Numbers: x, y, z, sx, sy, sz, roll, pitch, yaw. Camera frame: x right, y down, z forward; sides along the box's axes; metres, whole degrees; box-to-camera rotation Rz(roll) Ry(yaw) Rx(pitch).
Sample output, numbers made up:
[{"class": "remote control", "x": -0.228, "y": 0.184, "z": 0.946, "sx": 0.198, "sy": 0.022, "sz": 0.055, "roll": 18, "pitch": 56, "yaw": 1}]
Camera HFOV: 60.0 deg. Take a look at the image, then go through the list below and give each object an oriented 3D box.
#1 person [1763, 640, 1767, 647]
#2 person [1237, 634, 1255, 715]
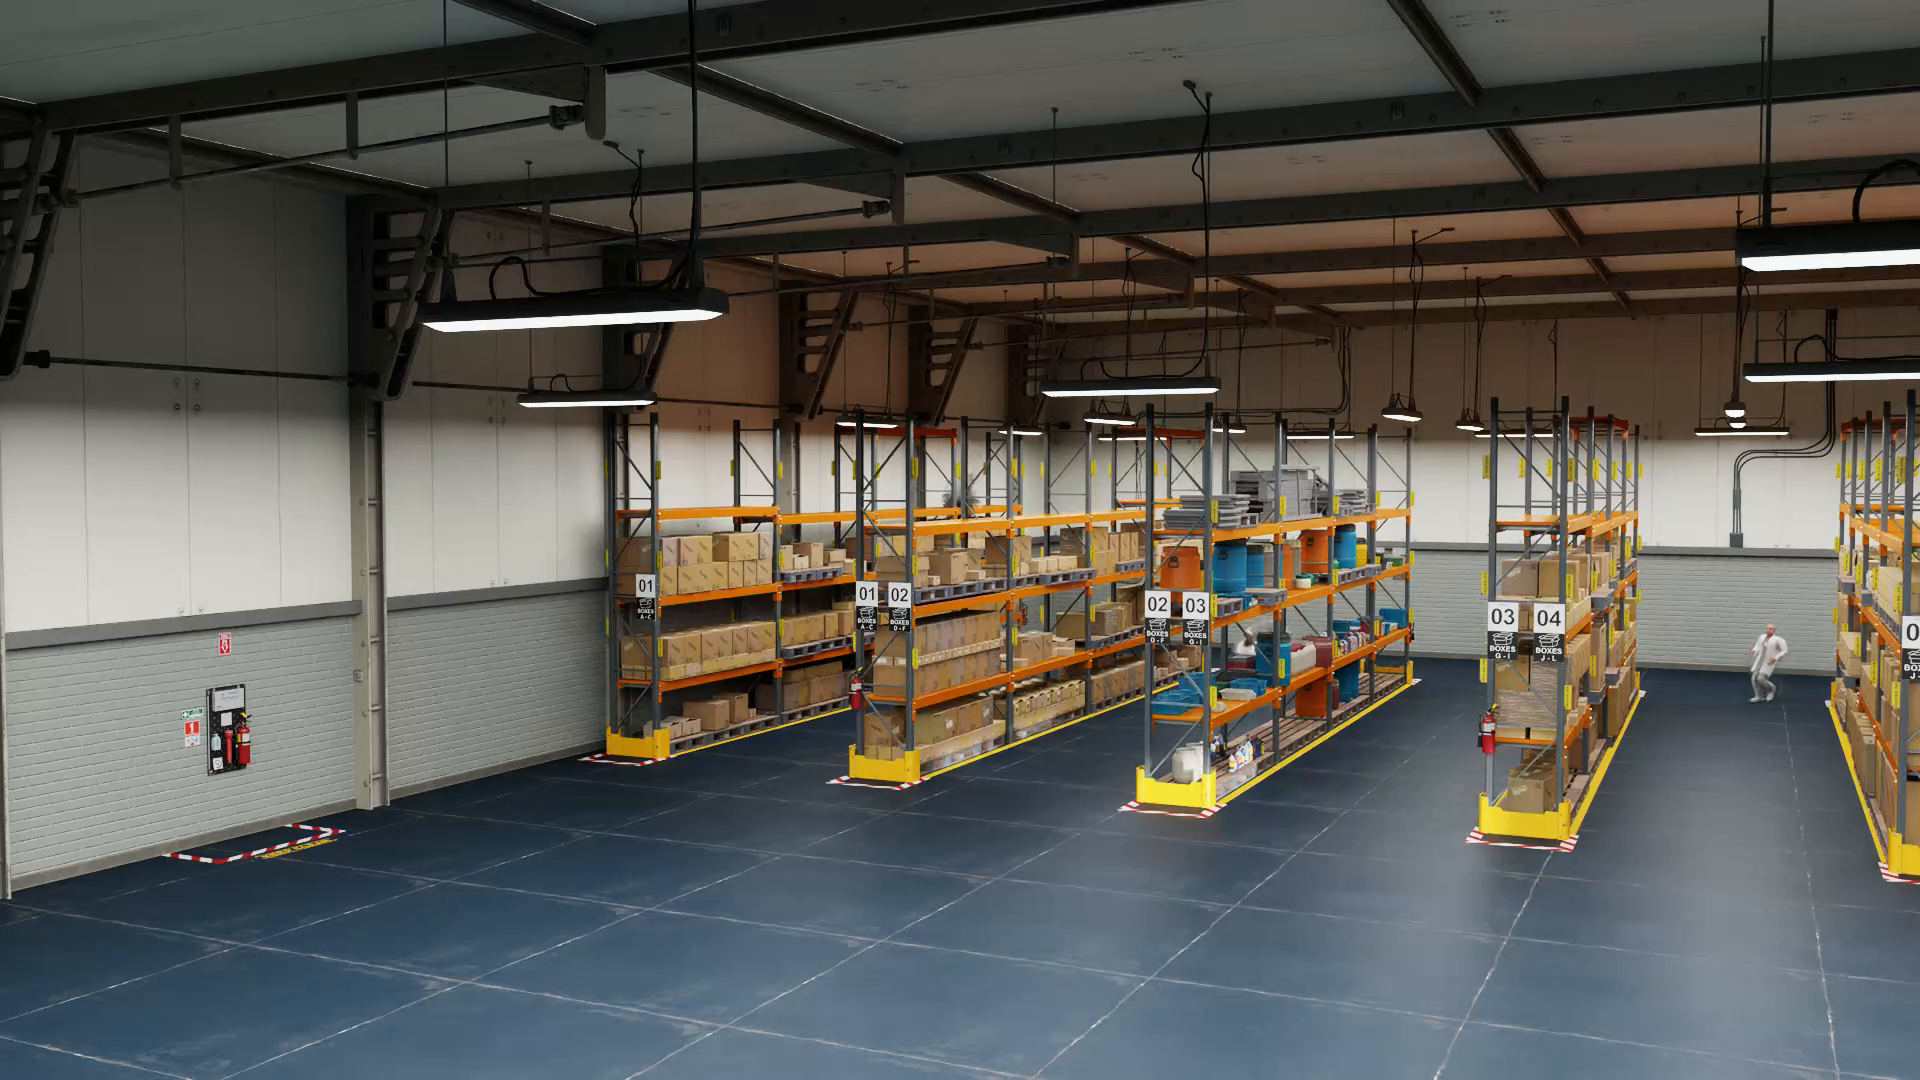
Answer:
[{"class": "person", "x": 17.266, "y": 2.212, "z": 35.643, "sx": 0.083, "sy": 0.149, "sz": 0.079, "roll": -1, "pitch": 3, "yaw": -25}, {"class": "person", "x": 5.884, "y": 2.726, "z": 34.062, "sx": 0.685, "sy": 1.703, "sz": 0.600, "roll": 1, "pitch": 3, "yaw": 27}]
